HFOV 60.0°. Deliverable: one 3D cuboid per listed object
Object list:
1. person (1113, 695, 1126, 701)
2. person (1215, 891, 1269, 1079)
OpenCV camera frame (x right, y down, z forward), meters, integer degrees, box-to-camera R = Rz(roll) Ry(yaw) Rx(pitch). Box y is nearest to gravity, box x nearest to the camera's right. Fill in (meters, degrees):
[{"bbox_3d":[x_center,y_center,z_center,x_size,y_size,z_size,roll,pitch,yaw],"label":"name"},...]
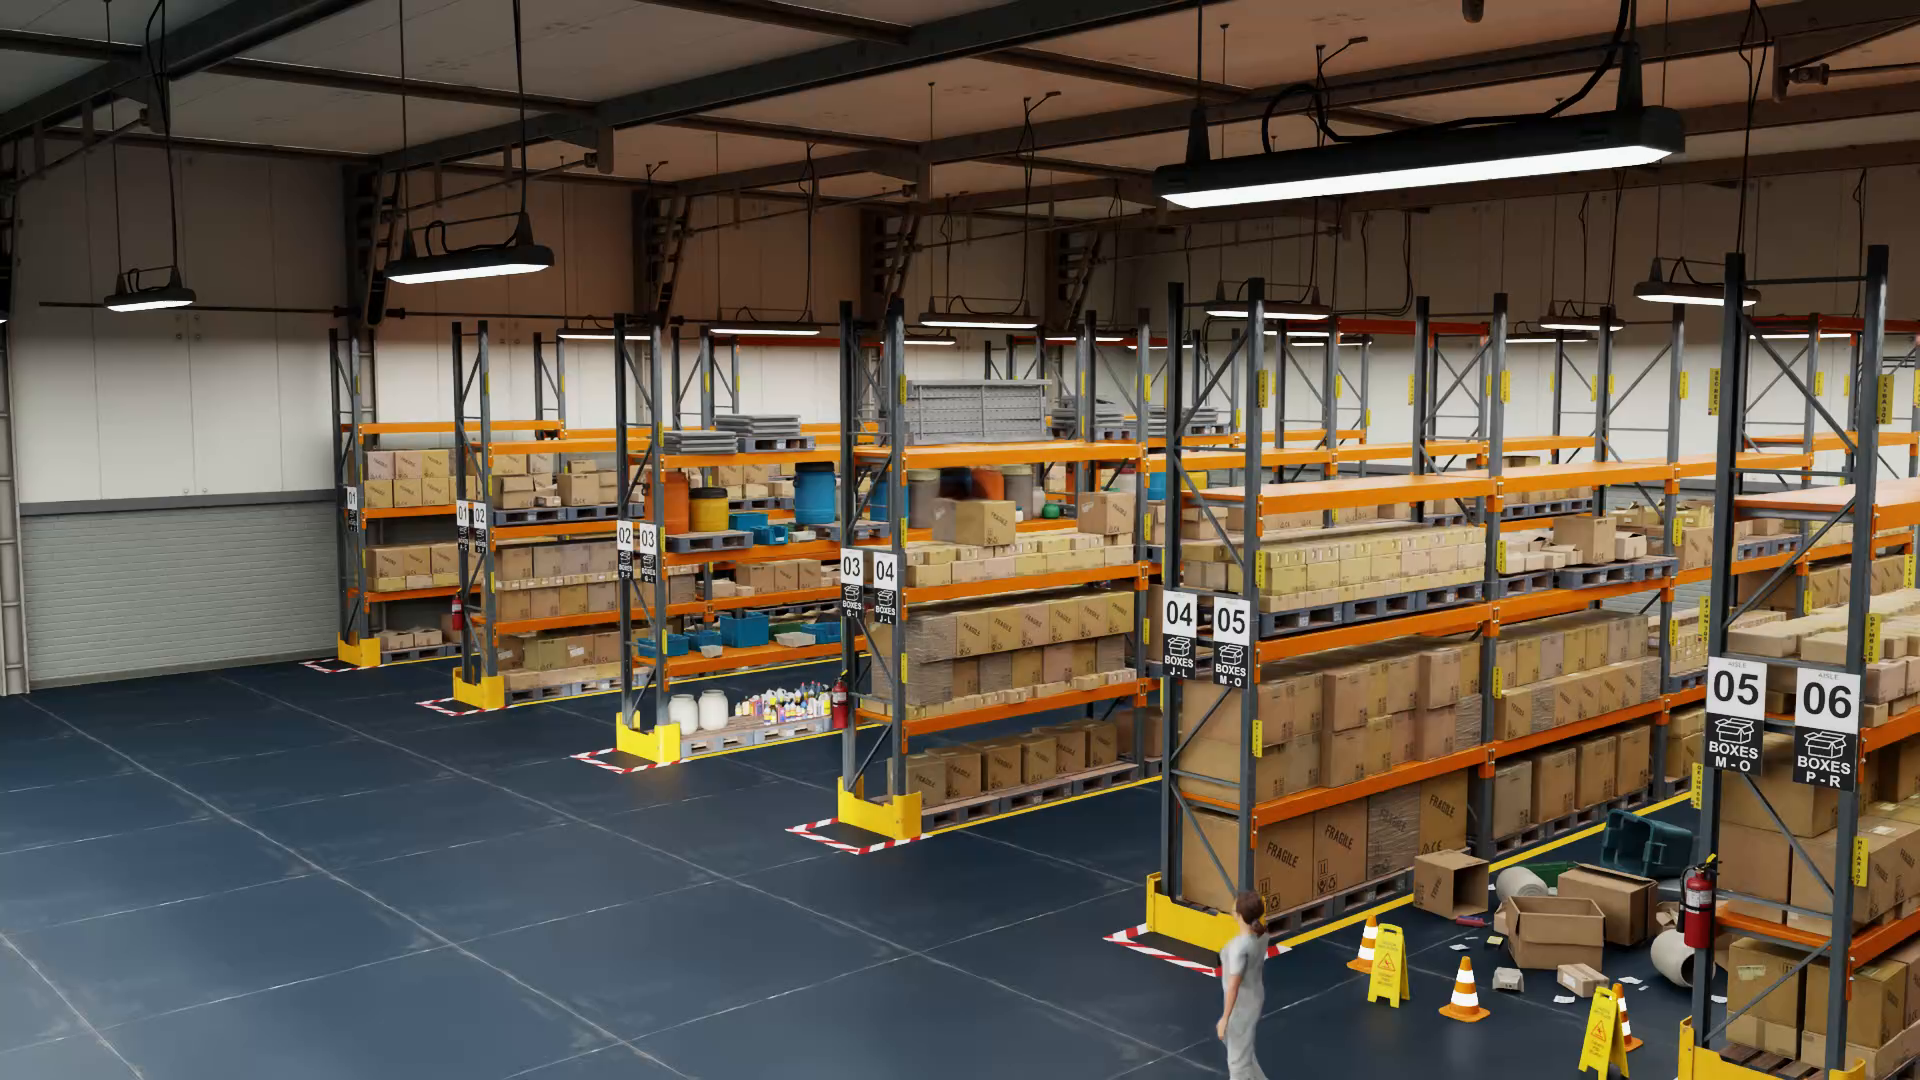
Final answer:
[{"bbox_3d":[2.653,1.648,26.521,0.560,1.729,1.007,5,7,40],"label":"person"},{"bbox_3d":[1.948,3.201,11.382,0.402,1.665,0.577,2,6,21],"label":"person"}]
